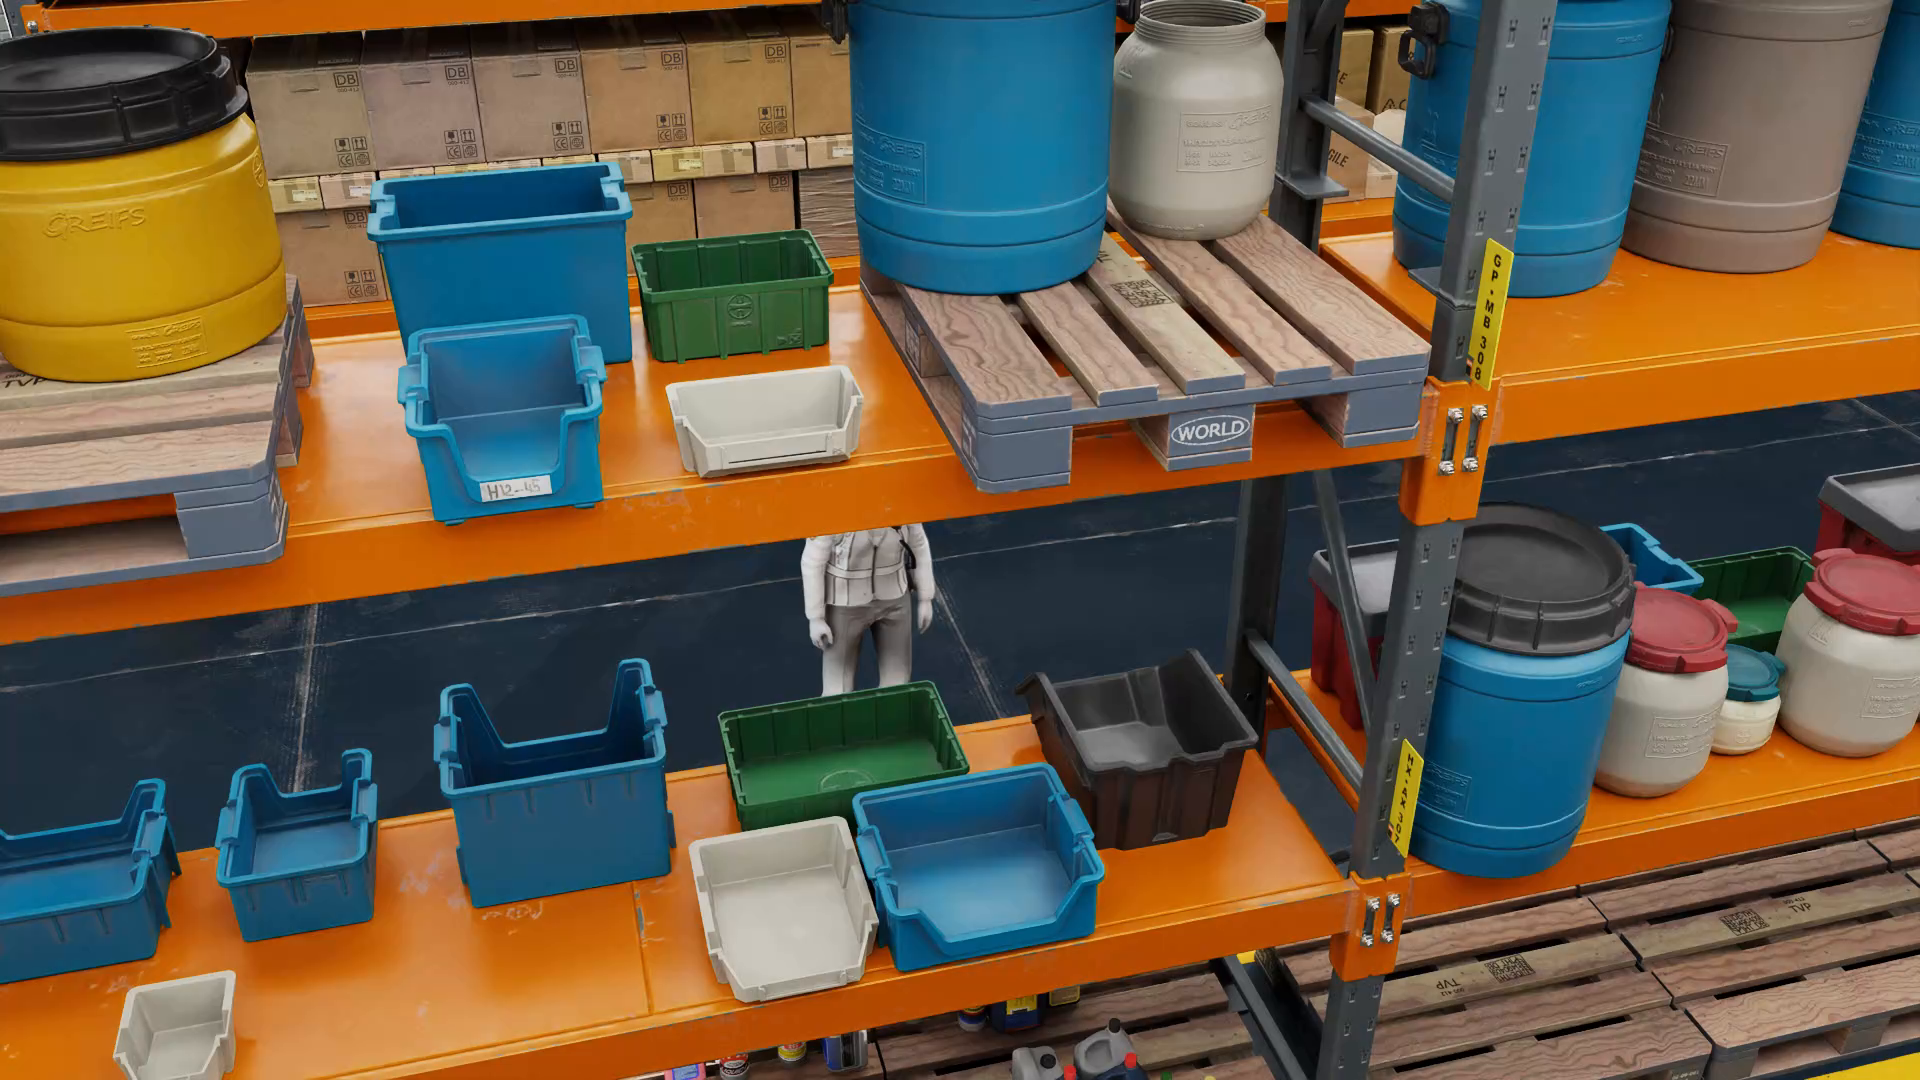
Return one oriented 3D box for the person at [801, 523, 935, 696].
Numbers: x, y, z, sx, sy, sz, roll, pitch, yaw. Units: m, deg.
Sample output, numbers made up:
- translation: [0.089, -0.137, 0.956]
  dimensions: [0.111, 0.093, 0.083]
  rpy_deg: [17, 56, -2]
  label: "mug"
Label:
- translation: [-0.356, 0.279, 6.649]
  dimensions: [0.547, 1.667, 0.409]
  rpy_deg: [-10, 32, -16]
  label: "person"
